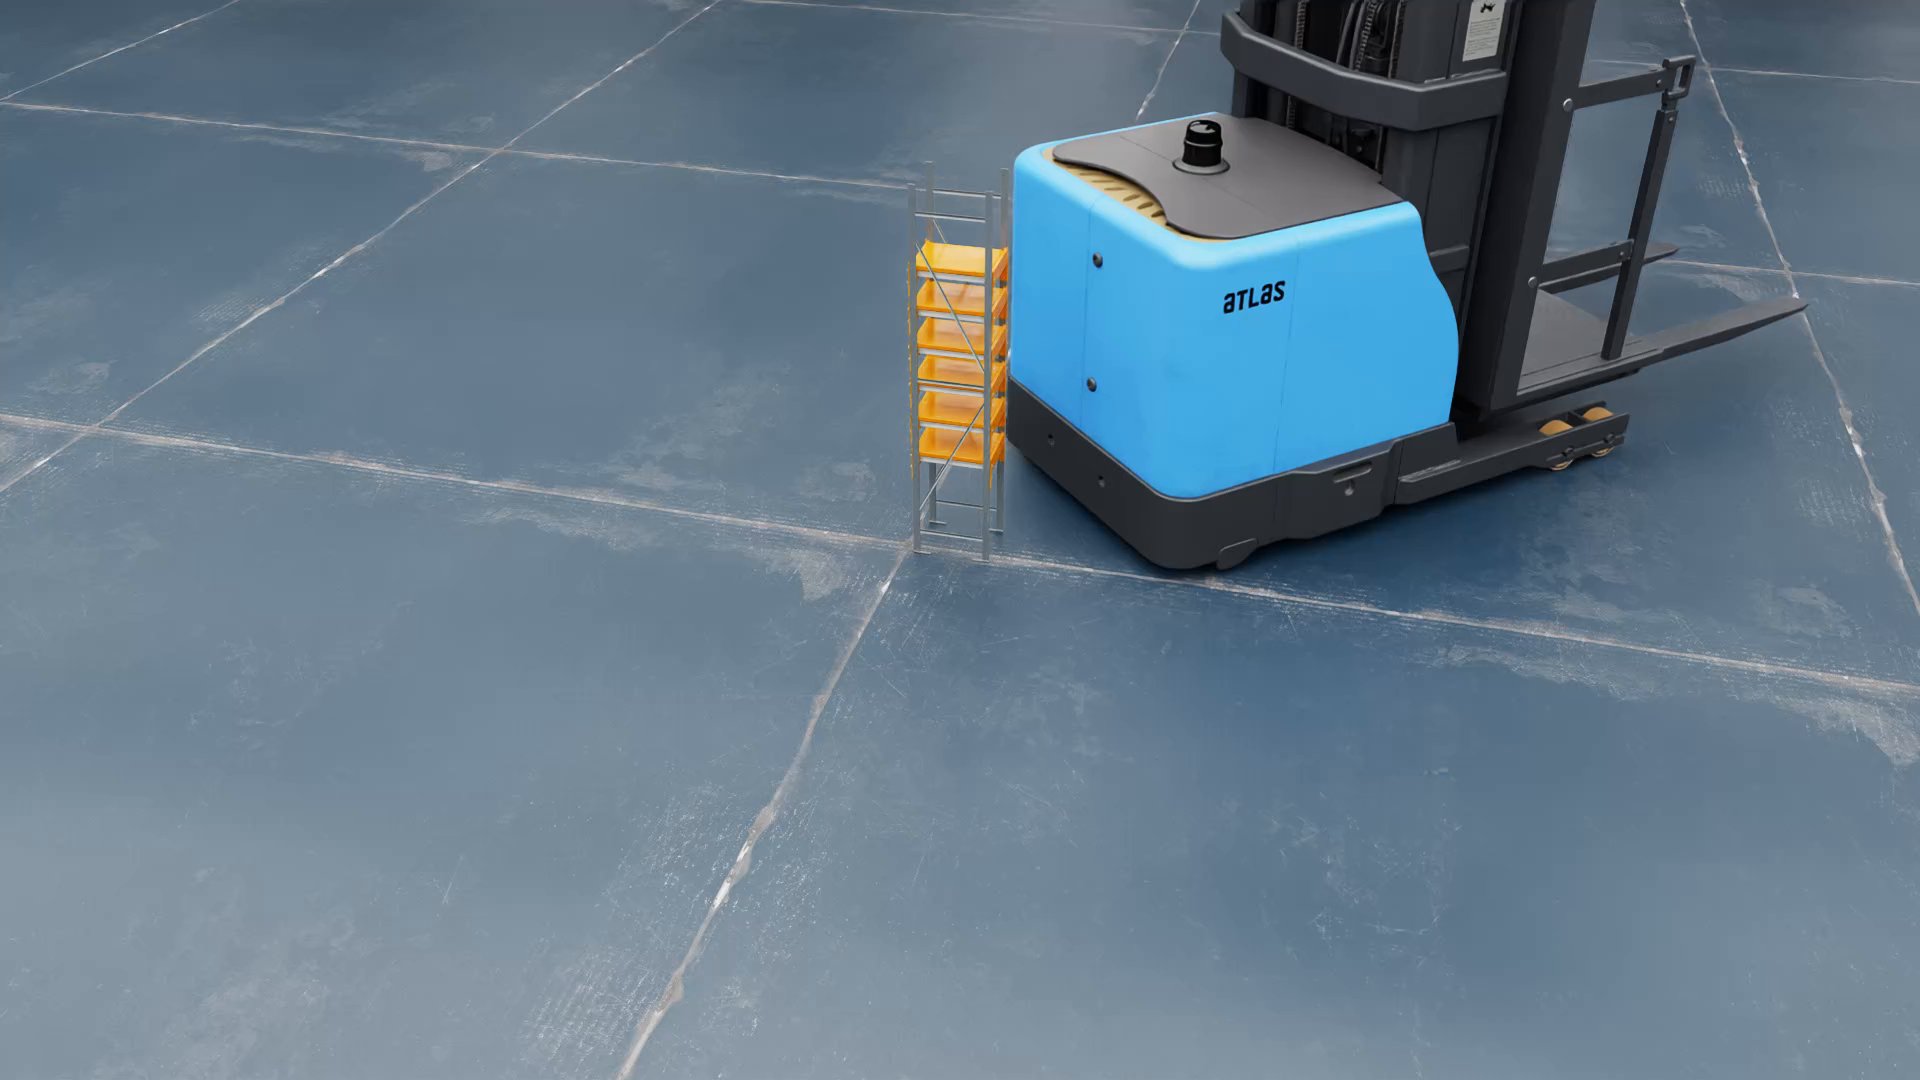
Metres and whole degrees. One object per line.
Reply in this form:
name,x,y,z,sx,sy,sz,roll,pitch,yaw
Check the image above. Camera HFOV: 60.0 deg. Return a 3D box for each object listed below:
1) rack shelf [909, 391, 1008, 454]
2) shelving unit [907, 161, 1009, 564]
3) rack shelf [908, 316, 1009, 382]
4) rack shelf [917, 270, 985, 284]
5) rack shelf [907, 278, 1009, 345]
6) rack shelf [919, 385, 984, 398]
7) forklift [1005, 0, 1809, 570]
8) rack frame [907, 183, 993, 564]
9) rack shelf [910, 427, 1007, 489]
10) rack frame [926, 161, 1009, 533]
rack shelf,-0.004,-0.360,5.005,0.258,0.103,0.180,8,33,12
shelving unit,-0.004,-0.499,4.916,0.258,1.200,0.189,8,33,12
rack shelf,-0.004,-0.563,4.876,0.258,0.103,0.180,8,33,12
rack shelf,-0.004,-0.782,4.736,0.199,0.020,0.166,8,33,12
rack shelf,-0.004,-0.664,4.811,0.258,0.103,0.180,8,33,12
rack shelf,-0.004,-0.478,4.929,0.199,0.020,0.166,8,33,12
forklift,1.695,-1.667,5.222,3.031,2.843,1.129,-16,36,-24
rack frame,-0.027,-0.451,4.842,0.240,1.200,0.006,8,33,12
rack shelf,-0.004,-0.259,5.069,0.258,0.103,0.180,8,33,12
rack frame,0.020,-0.546,4.991,0.240,1.200,0.006,8,33,12
